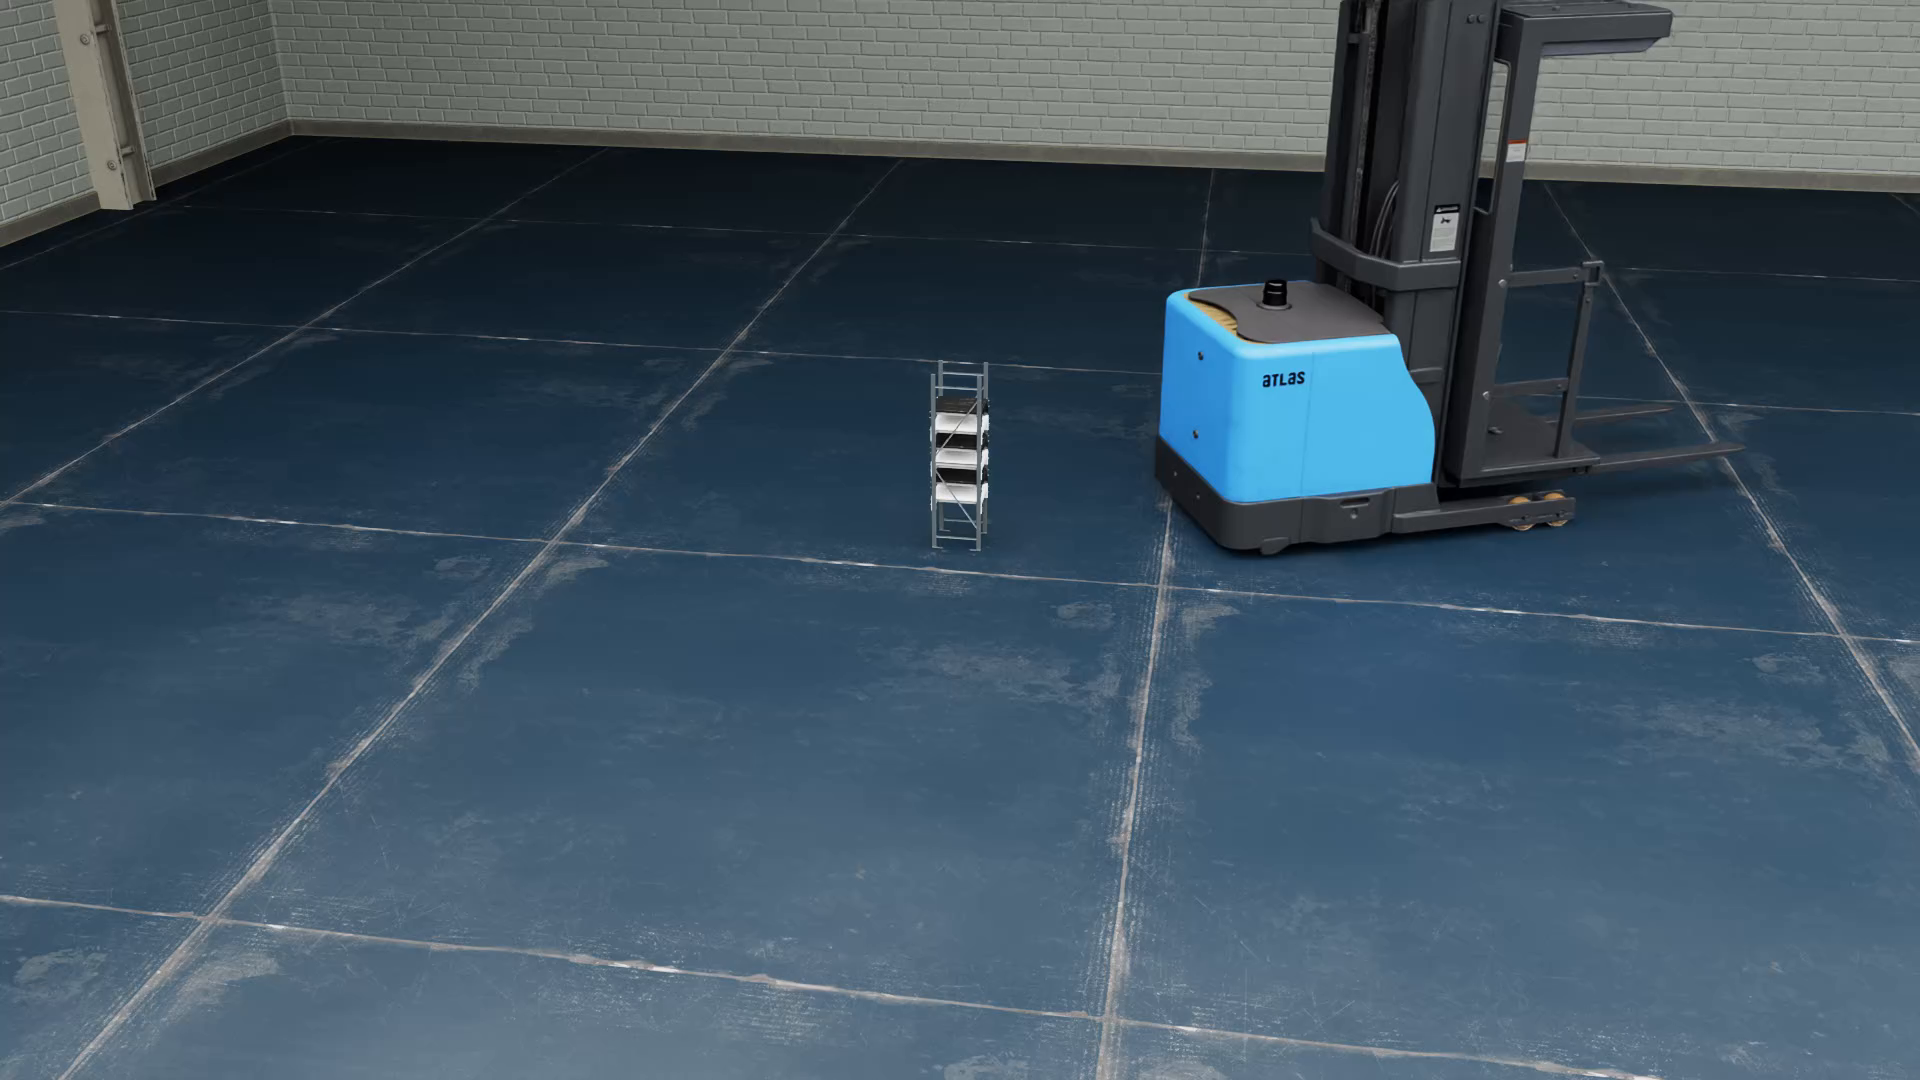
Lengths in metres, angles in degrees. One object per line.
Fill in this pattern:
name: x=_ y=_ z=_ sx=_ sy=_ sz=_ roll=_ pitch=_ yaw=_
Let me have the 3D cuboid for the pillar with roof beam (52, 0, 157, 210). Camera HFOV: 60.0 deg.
pillar with roof beam: x=-3.024 y=-6.714 z=11.980 sx=9.100 sy=9.000 sz=0.400 roll=4 pitch=25 yaw=9

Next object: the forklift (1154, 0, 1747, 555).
forklift: x=2.603 y=-1.584 z=8.176 sx=3.031 sy=2.935 sz=1.130 roll=-6 pitch=26 yaw=-13

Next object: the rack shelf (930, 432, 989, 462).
rack shelf: x=-0.001 y=-0.455 z=8.028 sx=0.258 sy=0.077 sz=0.200 roll=4 pitch=25 yaw=9

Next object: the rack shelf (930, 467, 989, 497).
rack shelf: x=-0.001 y=-0.292 z=8.104 sx=0.258 sy=0.077 sz=0.200 roll=4 pitch=25 yaw=9

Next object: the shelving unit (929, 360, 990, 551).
shelving unit: x=-0.001 y=-0.404 z=8.052 sx=0.258 sy=0.900 sz=0.210 roll=4 pitch=25 yaw=9

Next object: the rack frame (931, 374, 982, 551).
rack frame: x=-0.018 y=-0.362 z=7.961 sx=0.240 sy=0.900 sz=0.006 roll=4 pitch=25 yaw=9

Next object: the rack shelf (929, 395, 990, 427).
rack shelf: x=-0.001 y=-0.619 z=7.952 sx=0.258 sy=0.077 sz=0.200 roll=4 pitch=25 yaw=9

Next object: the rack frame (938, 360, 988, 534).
rack frame: x=0.015 y=-0.447 z=8.143 sx=0.240 sy=0.900 sz=0.006 roll=4 pitch=25 yaw=9

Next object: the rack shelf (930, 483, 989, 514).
rack shelf: x=-0.001 y=-0.211 z=8.142 sx=0.258 sy=0.077 sz=0.200 roll=4 pitch=25 yaw=9

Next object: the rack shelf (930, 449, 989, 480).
rack shelf: x=-0.001 y=-0.374 z=8.066 sx=0.258 sy=0.077 sz=0.200 roll=4 pitch=25 yaw=9

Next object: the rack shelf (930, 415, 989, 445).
rack shelf: x=-0.001 y=-0.537 z=7.990 sx=0.258 sy=0.077 sz=0.200 roll=4 pitch=25 yaw=9
